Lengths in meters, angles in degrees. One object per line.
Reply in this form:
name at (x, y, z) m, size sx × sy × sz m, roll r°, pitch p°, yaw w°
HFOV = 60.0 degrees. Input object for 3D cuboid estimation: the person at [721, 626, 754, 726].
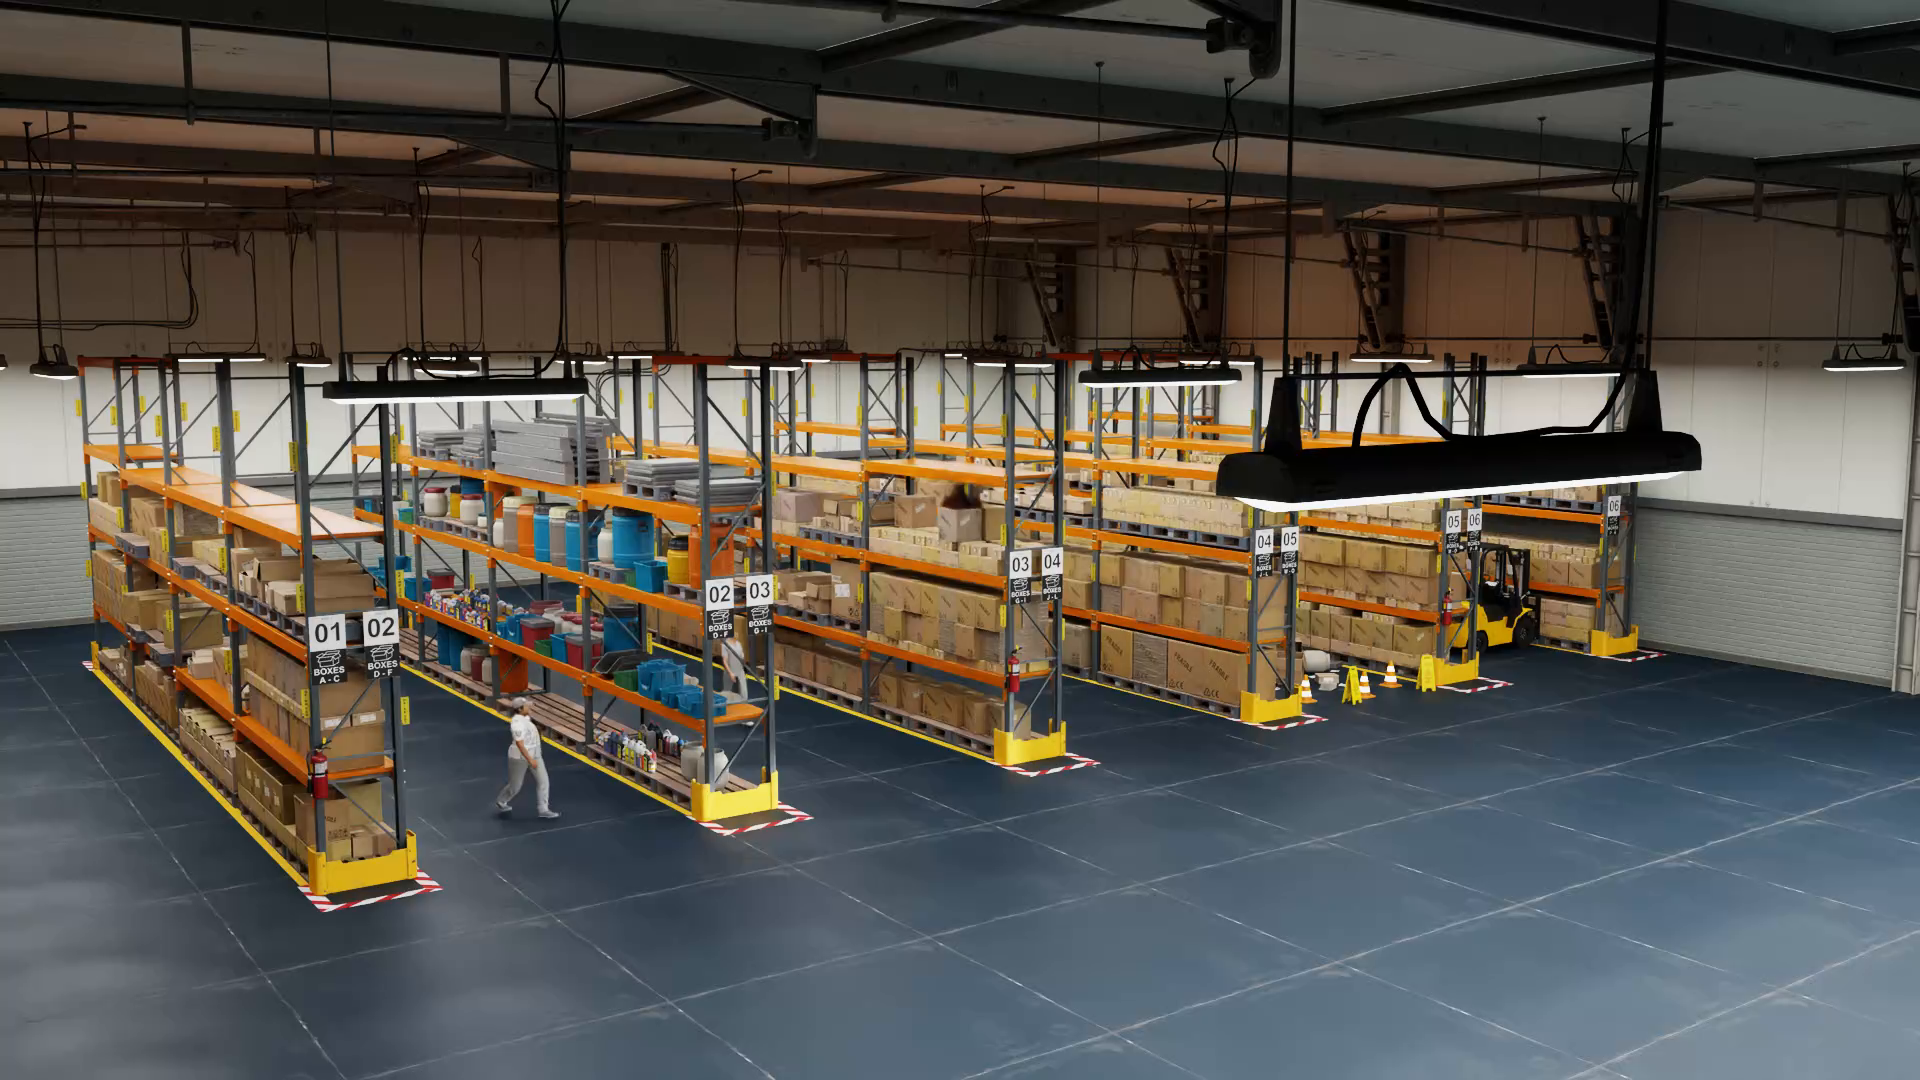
person at (-3.705, 2.206, 27.302) m, size 0.446 × 1.604 × 1.047 m, roll -3°, pitch 8°, yaw -26°

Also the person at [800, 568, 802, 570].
person at (-3.271, 1.413, 33.791) m, size 0.615 × 1.702 × 0.992 m, roll -5°, pitch 9°, yaw -36°

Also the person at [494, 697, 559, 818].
person at (-5.765, 2.869, 21.995) m, size 0.927 × 1.619 × 0.491 m, roll 4°, pitch 8°, yaw 31°
